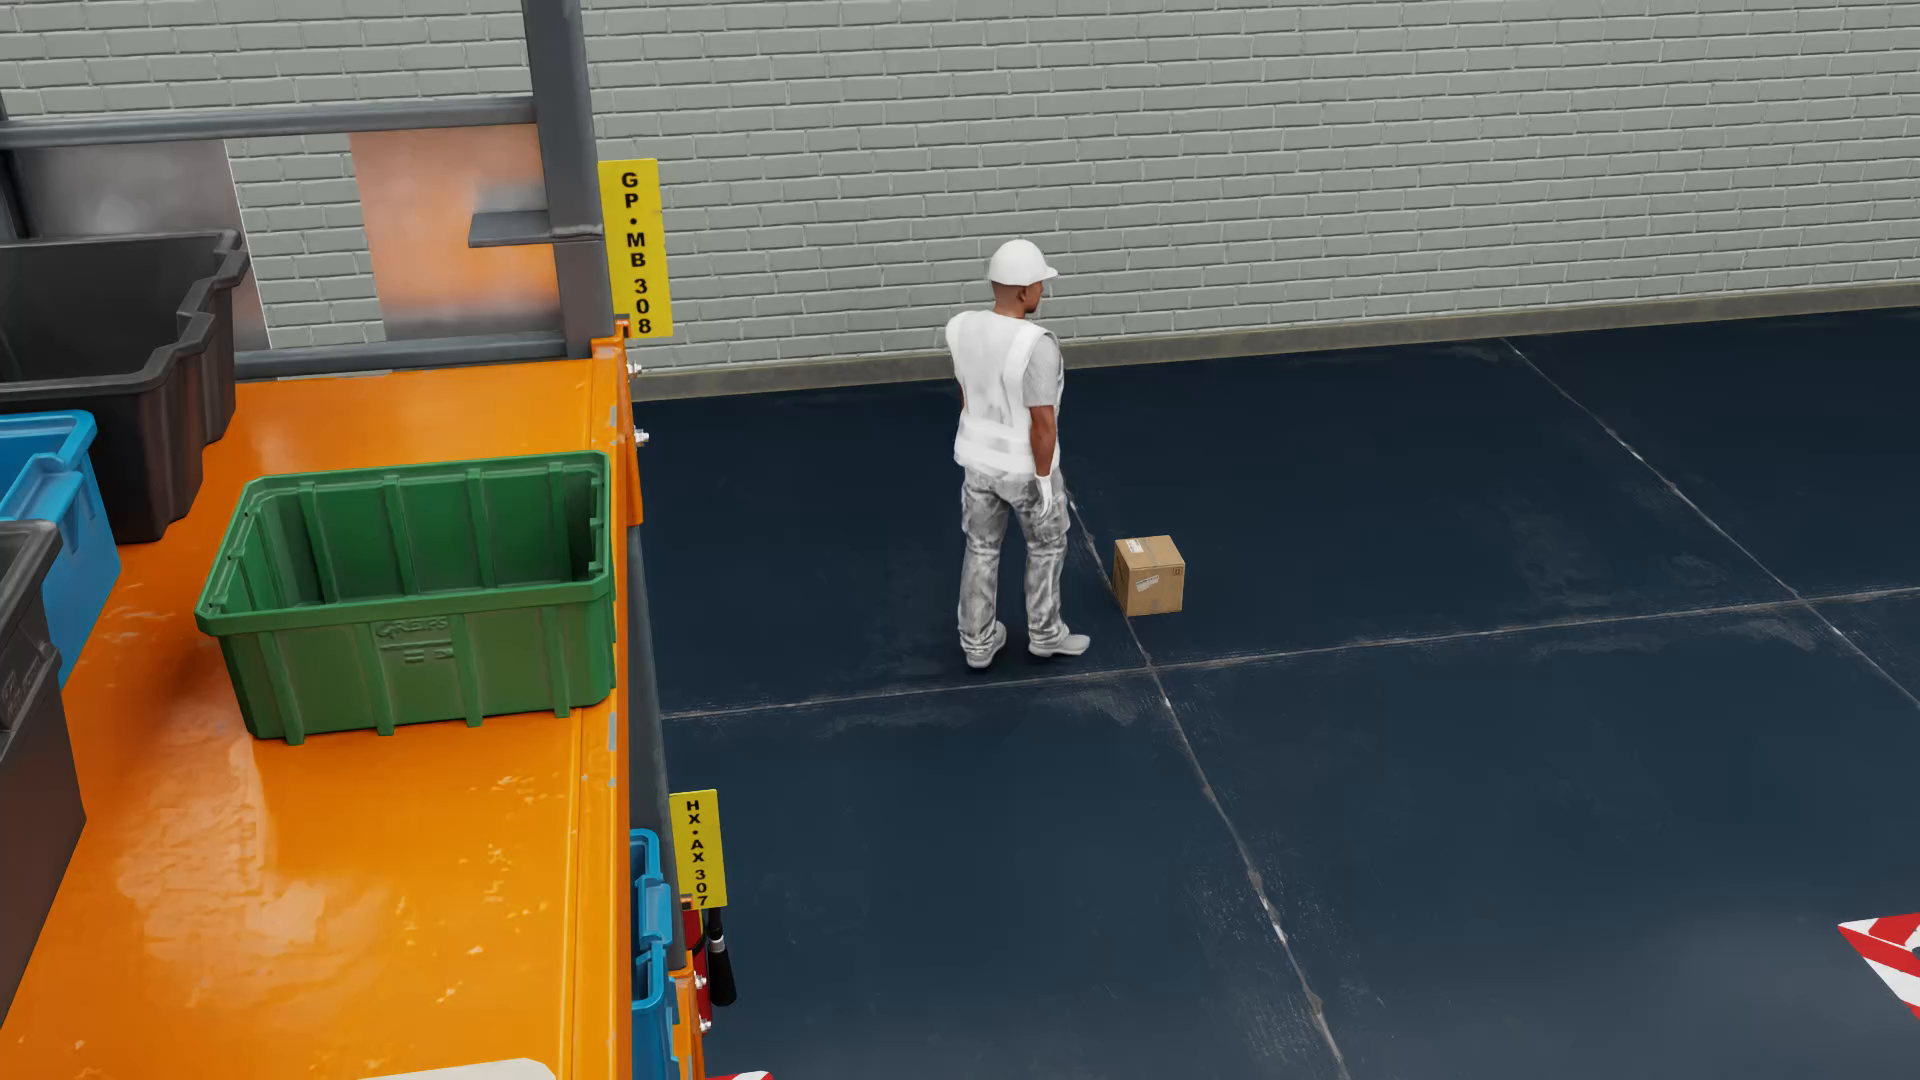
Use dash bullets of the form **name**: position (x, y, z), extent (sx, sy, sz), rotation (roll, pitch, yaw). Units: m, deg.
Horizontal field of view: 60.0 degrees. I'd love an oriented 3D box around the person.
- **person**: position (0.207, -0.306, 6.630), extent (0.570, 1.817, 0.513), rotation (20, 36, 30)
